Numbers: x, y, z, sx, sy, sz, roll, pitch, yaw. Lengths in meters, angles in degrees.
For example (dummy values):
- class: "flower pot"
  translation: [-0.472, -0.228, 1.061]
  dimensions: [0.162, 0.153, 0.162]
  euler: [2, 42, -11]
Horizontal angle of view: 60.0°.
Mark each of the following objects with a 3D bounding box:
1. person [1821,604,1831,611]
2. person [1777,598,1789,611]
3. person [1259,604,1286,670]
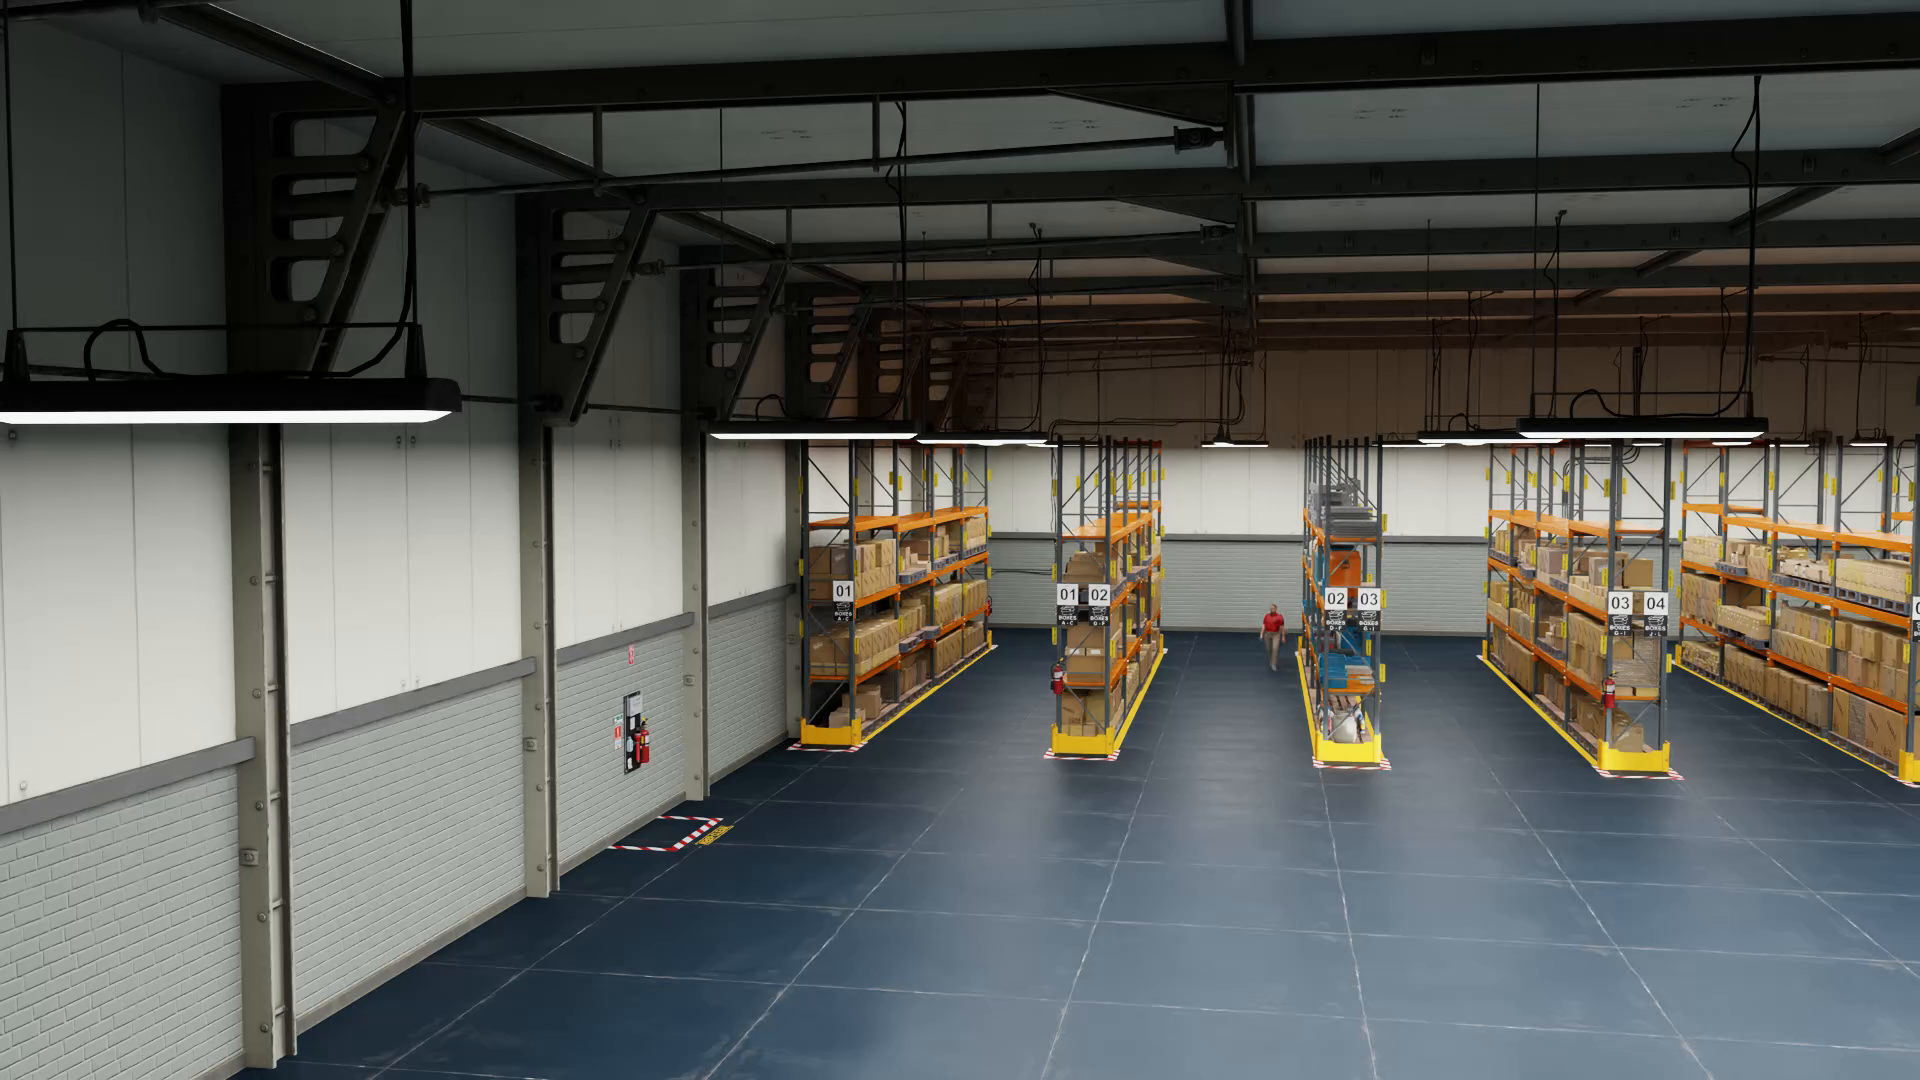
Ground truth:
- class: "person"
  translation: [22.305, 2.533, 42.661]
  dimensions: [0.535, 1.796, 0.536]
  euler: [-1, 3, -24]
- class: "person"
  translation: [22.732, 2.412, 45.833]
  dimensions: [0.968, 1.638, 0.503]
  euler: [0, 3, -7]
- class: "person"
  translation: [8.133, 2.515, 43.384]
  dimensions: [0.641, 1.665, 1.007]
  euler: [2, 3, 27]
